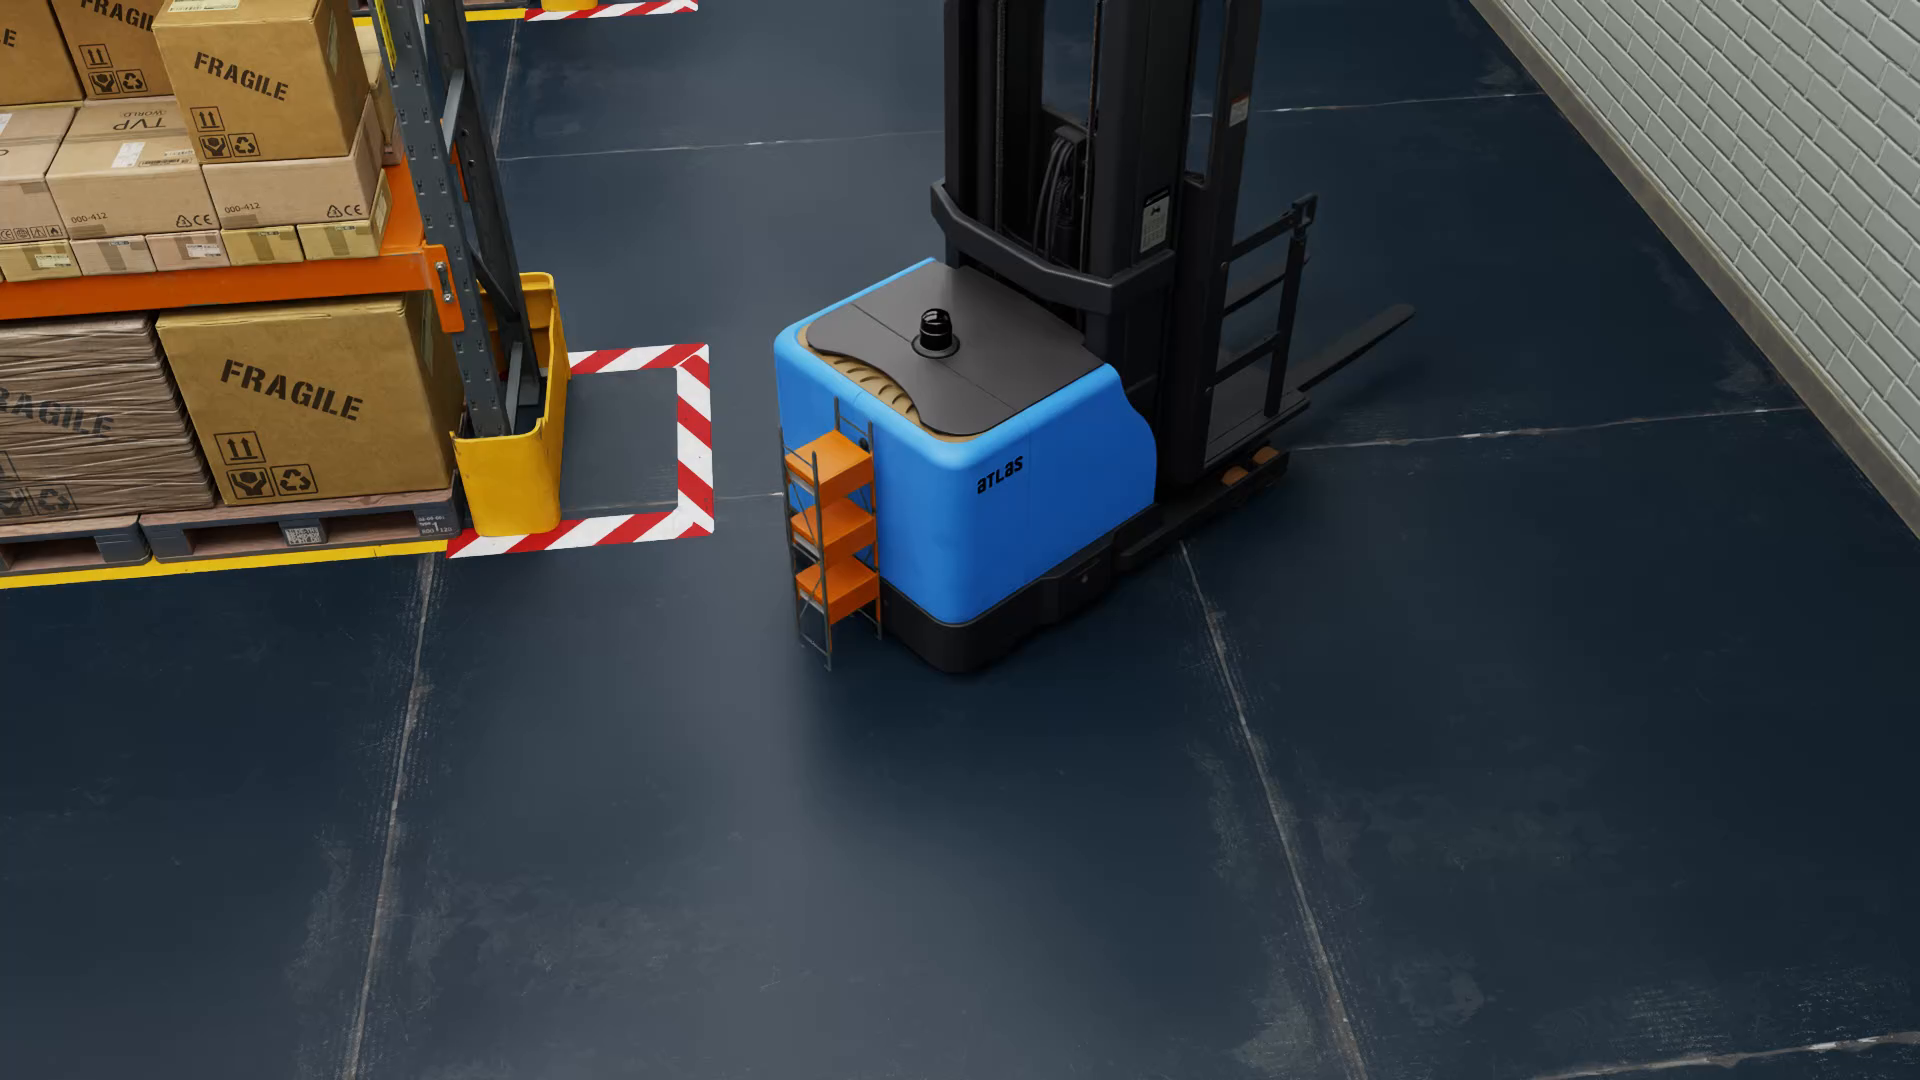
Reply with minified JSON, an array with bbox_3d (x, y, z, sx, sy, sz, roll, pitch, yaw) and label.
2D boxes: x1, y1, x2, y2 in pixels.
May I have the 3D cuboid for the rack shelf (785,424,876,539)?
[{"bbox_3d":[-0.455,-0.205,5.785,0.240,0.259,0.215,-31,51,-30],"label":"rack shelf"}]

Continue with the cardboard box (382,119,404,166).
[{"bbox_3d":[-2.300,-1.615,6.488,0.250,0.149,0.380,-5,42,-5],"label":"cardboard box"}]

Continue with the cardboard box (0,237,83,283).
[{"bbox_3d":[-3.228,-1.087,5.903,0.250,0.149,0.380,-6,42,-6],"label":"cardboard box"}]

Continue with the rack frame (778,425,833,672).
[{"bbox_3d":[-0.545,0.053,5.907,0.008,1.050,0.200,-31,51,-30],"label":"rack frame"}]

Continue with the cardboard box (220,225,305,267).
[{"bbox_3d":[-2.473,-1.153,5.977,0.250,0.149,0.380,-5,42,-5],"label":"cardboard box"}]

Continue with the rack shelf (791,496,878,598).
[{"bbox_3d":[-0.455,0.006,5.975,0.240,0.259,0.215,-31,51,-30],"label":"rack shelf"}]

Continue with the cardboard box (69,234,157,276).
[{"bbox_3d":[-2.971,-1.111,5.930,0.250,0.149,0.380,-4,42,-5],"label":"cardboard box"}]

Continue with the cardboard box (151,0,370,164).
[{"bbox_3d":[-2.354,-1.636,5.654,0.500,0.500,0.500,-5,42,-5],"label":"cardboard box"}]

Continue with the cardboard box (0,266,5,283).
[{"bbox_3d":[-3.485,-1.064,5.878,0.250,0.149,0.380,-5,42,-5],"label":"cardboard box"}]

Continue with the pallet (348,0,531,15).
[{"bbox_3d":[-3.370,-3.728,10.725,1.213,0.211,1.003,-5,42,-6],"label":"pallet"}]

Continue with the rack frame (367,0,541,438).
[{"bbox_3d":[-1.905,-1.520,6.195,0.127,3.000,1.000,-5,42,-6],"label":"rack frame"}]

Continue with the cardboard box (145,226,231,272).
[{"bbox_3d":[-2.723,-1.132,5.953,0.250,0.149,0.380,-5,42,-5],"label":"cardboard box"}]

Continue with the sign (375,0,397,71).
[{"bbox_3d":[-1.848,-1.676,5.327,0.005,0.325,0.100,-5,42,-6],"label":"sign"}]

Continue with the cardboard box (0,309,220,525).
[{"bbox_3d":[-3.431,-0.699,6.558,0.875,0.875,0.875,-5,42,-6],"label":"cardboard box"}]

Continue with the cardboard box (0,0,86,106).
[{"bbox_3d":[-3.425,-1.898,5.945,0.500,0.500,0.500,-6,42,-7],"label":"cardboard box"}]

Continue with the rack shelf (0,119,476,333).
[{"bbox_3d":[-3.888,-1.079,6.244,4.000,0.370,1.077,-5,42,-6],"label":"rack shelf"}]

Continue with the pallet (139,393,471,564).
[{"bbox_3d":[-2.688,-0.363,6.995,1.213,0.211,1.003,-5,42,-6],"label":"pallet"}]

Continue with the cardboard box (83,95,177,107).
[{"bbox_3d":[-2.930,-1.663,6.244,0.500,0.250,0.500,-5,42,-6],"label":"cardboard box"}]

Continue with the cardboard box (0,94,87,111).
[{"bbox_3d":[-3.429,-1.621,6.198,0.500,0.250,0.500,-6,42,-7],"label":"cardboard box"}]

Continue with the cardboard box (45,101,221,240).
[{"bbox_3d":[-2.854,-1.313,5.856,0.500,0.250,0.500,-6,42,-6],"label":"cardboard box"}]

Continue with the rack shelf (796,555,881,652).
[{"bbox_3d":[-0.455,0.213,6.161,0.240,0.259,0.215,-31,51,-30],"label":"rack shelf"}]

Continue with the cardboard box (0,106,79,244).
[{"bbox_3d":[-3.359,-1.268,5.806,0.500,0.250,0.500,-6,42,-7],"label":"cardboard box"}]

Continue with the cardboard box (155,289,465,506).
[{"bbox_3d":[-2.529,-0.778,6.646,0.875,0.875,0.875,-5,42,-6],"label":"cardboard box"}]

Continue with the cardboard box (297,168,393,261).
[{"bbox_3d":[-2.215,-1.177,6.003,0.250,0.149,0.380,-4,42,-5],"label":"cardboard box"}]

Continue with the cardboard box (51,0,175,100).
[{"bbox_3d":[-2.912,-1.947,5.999,0.500,0.500,0.500,-6,42,-7],"label":"cardboard box"}]

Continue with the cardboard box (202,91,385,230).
[{"bbox_3d":[-2.351,-1.356,5.904,0.500,0.250,0.500,-6,42,-6],"label":"cardboard box"}]

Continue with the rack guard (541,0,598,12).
[{"bbox_3d":[-2.525,-3.892,10.691,0.348,0.500,1.175,-5,42,-6],"label":"rack guard"}]

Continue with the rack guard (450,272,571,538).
[{"bbox_3d":[-1.881,-0.594,7.035,0.348,0.500,1.175,-5,42,-6],"label":"rack guard"}]

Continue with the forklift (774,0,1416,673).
[{"bbox_3d":[0.741,-1.460,6.180,3.031,2.935,1.130,-31,51,-30],"label":"forklift"}]

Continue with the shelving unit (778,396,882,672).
[{"bbox_3d":[-0.455,-0.002,5.968,0.252,1.050,0.215,-31,51,-30],"label":"shelving unit"}]

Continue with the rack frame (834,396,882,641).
[{"bbox_3d":[-0.365,-0.057,6.029,0.008,1.050,0.200,-31,51,-30],"label":"rack frame"}]

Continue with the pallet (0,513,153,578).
[{"bbox_3d":[-3.895,-0.259,6.880,1.213,0.211,1.003,-5,42,-6],"label":"pallet"}]

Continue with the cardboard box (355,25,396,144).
[{"bbox_3d":[-2.416,-1.712,6.299,0.500,0.250,0.500,-6,42,-7],"label":"cardboard box"}]
